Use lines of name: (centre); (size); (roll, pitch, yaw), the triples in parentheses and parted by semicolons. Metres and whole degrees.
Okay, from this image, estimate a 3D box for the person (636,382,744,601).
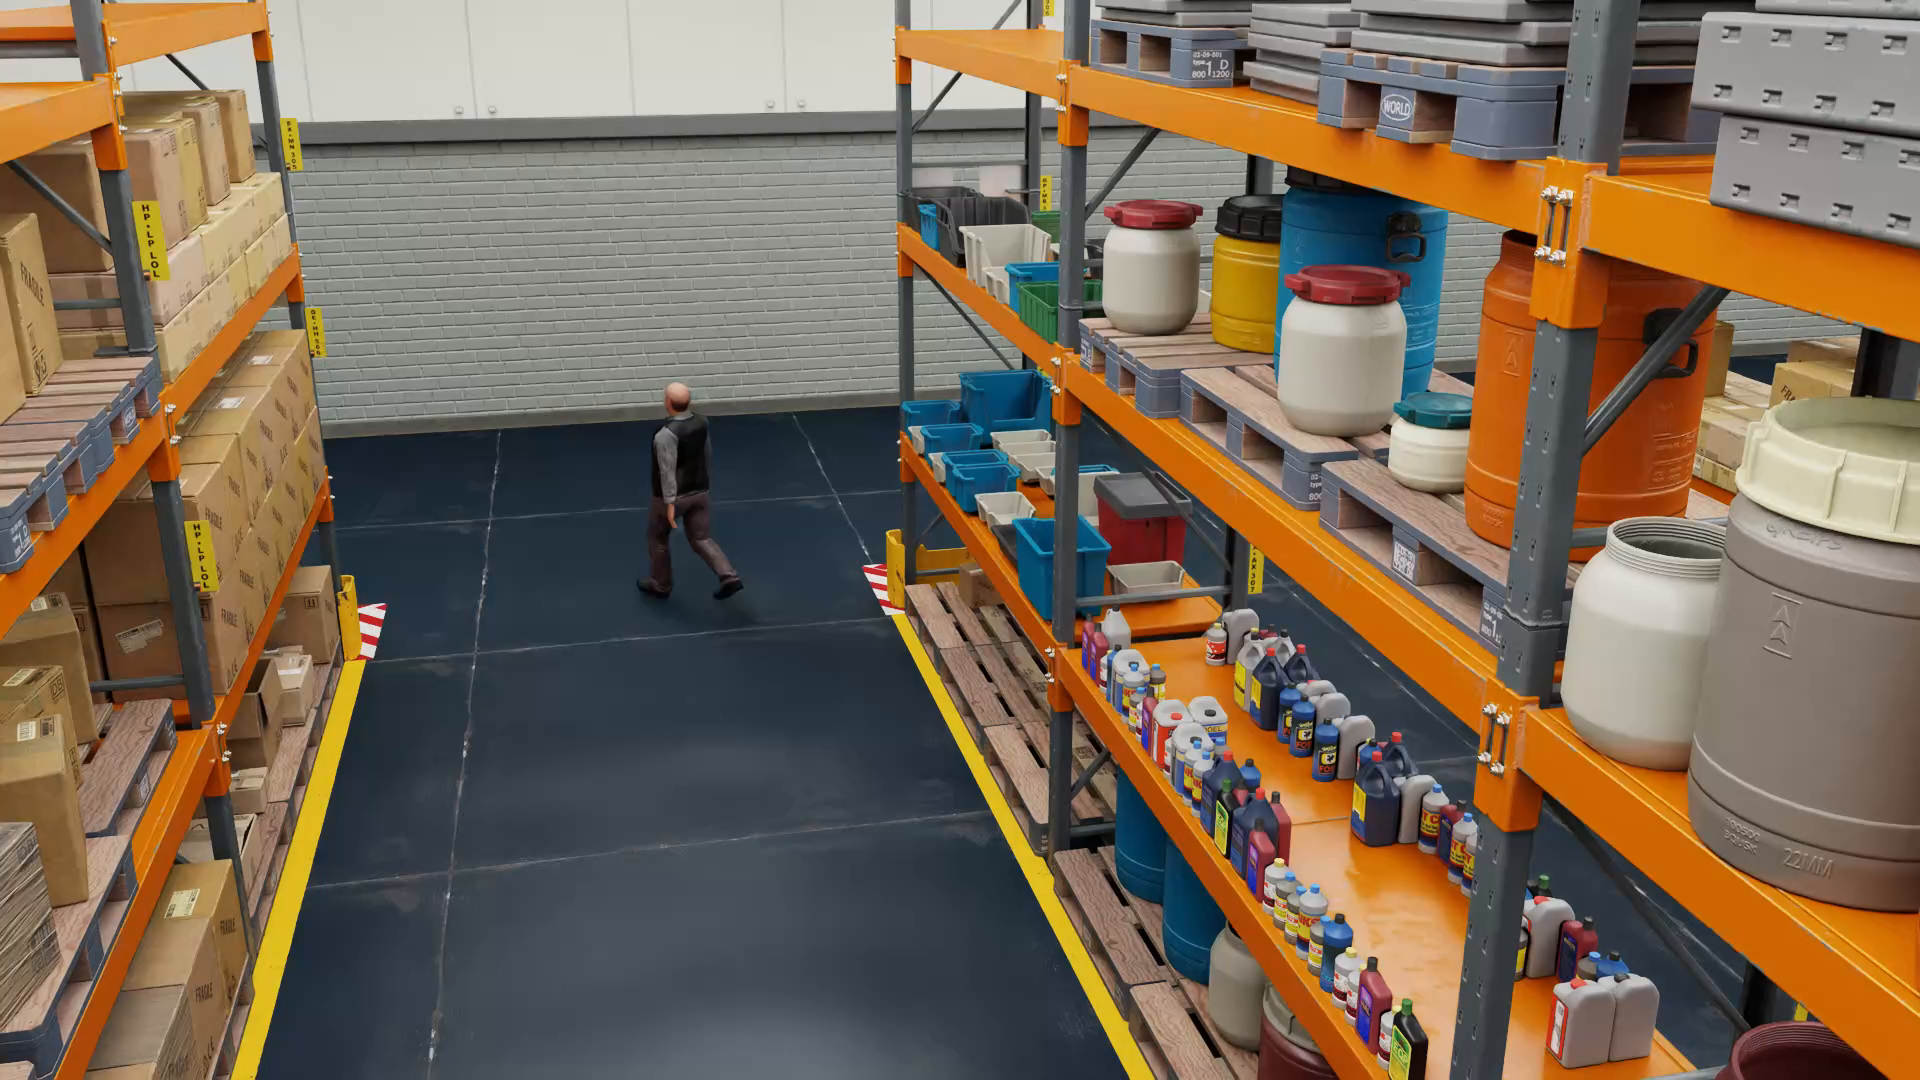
person: (-2.003, -0.334, 12.145); (0.963, 1.686, 0.561); (15, 24, 37)
